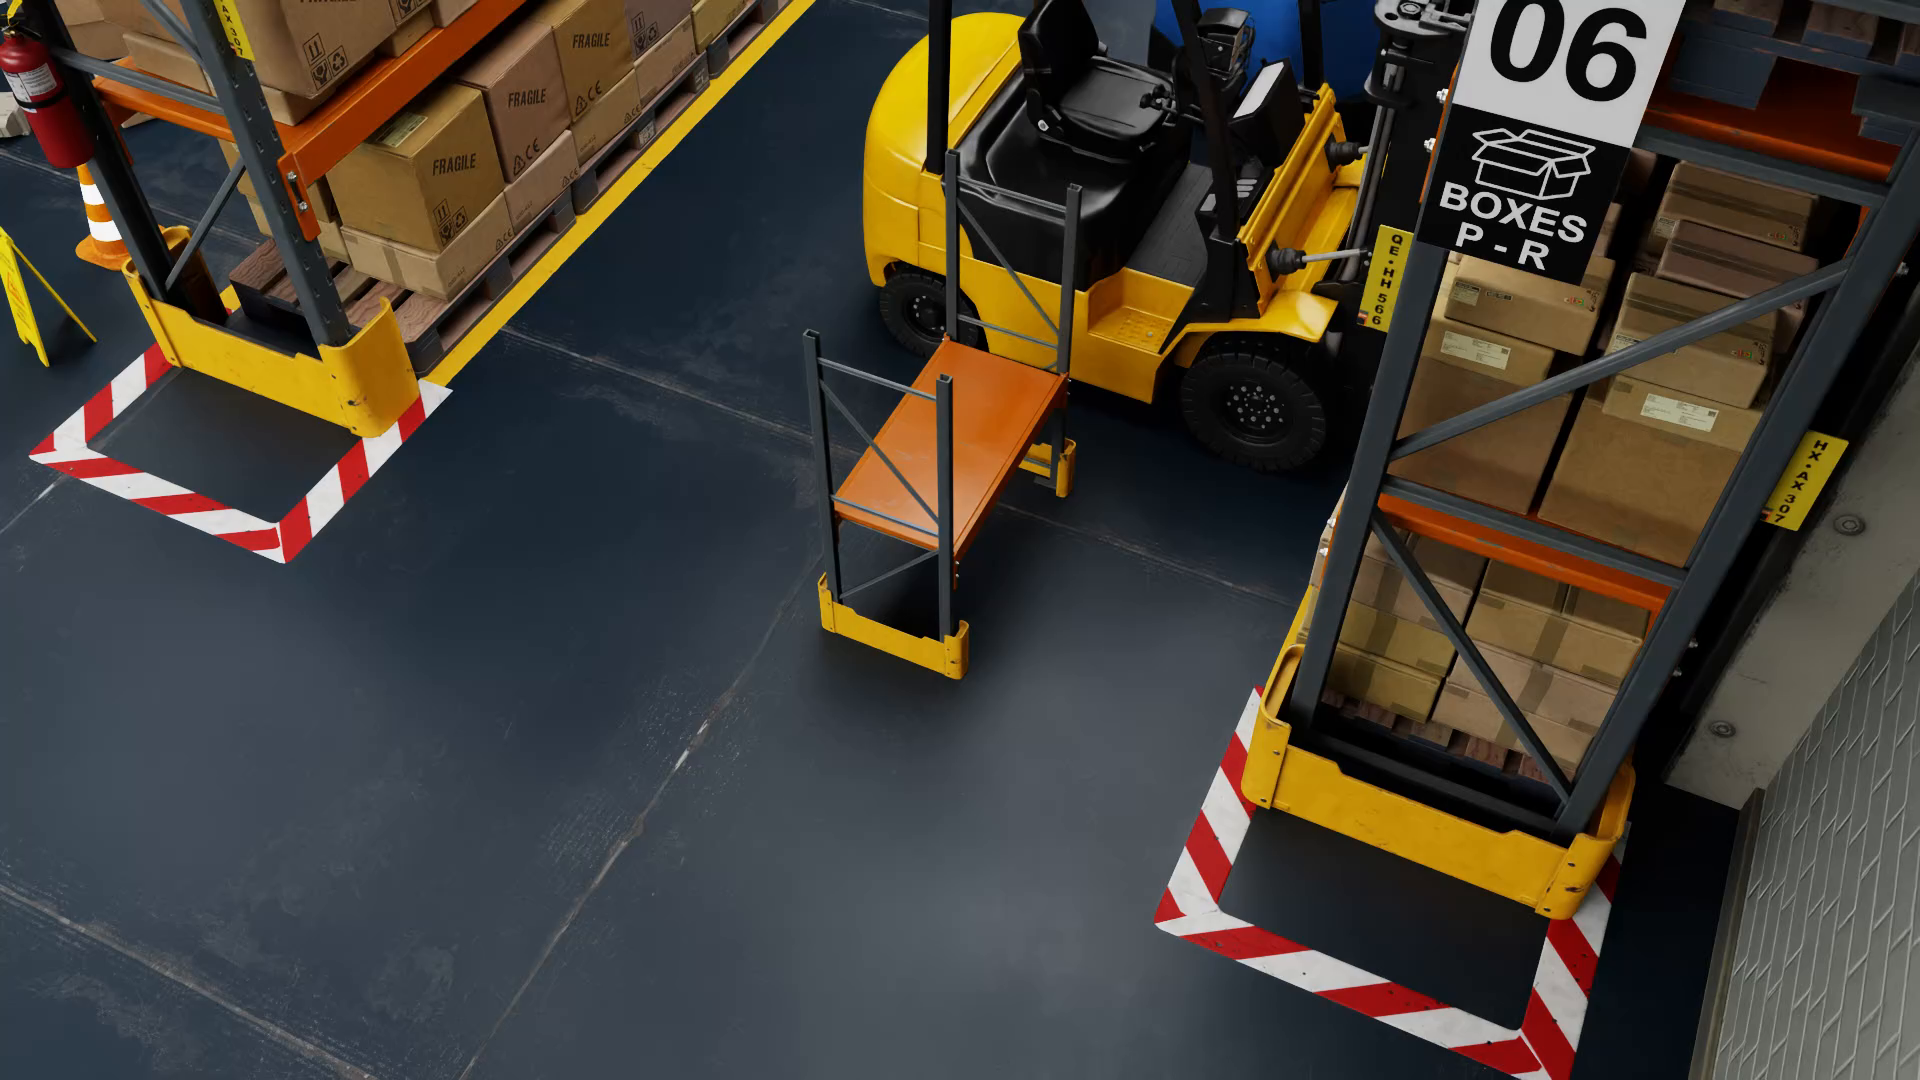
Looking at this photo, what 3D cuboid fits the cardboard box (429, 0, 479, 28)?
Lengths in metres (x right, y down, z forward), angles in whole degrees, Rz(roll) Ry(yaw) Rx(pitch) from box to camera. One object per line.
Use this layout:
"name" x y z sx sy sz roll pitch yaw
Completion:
"cardboard box" -2.151 -2.216 6.646 0.380 0.149 0.250 21 53 17

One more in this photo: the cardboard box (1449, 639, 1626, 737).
"cardboard box" 1.963 0.313 5.531 0.500 0.250 0.500 21 53 17

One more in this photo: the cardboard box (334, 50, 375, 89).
"cardboard box" -2.488 -1.900 6.377 0.380 0.149 0.250 21 53 17

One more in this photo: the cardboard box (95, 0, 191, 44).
"cardboard box" -2.933 -2.228 6.231 0.500 0.500 0.500 19 52 15

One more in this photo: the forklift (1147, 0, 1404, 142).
"forklift" 2.505 -3.583 7.689 3.031 2.935 1.130 -23 53 -18

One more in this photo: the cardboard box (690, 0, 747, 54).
"cardboard box" -1.434 -2.771 8.483 0.500 0.250 0.500 19 52 15

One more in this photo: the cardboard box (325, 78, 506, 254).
"cardboard box" -2.311 -1.606 7.000 0.500 0.500 0.500 18 52 15

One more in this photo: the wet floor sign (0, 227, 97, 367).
"wet floor sign" -3.964 -1.090 7.069 0.232 0.644 0.267 -37 59 -27

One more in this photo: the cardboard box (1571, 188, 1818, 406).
"cardboard box" 2.239 -0.673 5.102 0.500 0.500 0.500 21 53 17

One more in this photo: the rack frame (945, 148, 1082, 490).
"rack frame" 0.181 -0.777 6.242 0.500 1.500 0.032 20 52 16

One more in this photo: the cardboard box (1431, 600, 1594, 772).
"cardboard box" 1.961 0.457 5.737 0.500 0.250 0.500 20 52 16

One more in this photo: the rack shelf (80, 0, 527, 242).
"rack shelf" -2.061 -2.780 7.434 1.077 0.370 4.000 20 52 16

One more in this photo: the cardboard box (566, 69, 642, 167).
"cardboard box" -1.874 -2.075 7.891 0.500 0.250 0.500 23 53 18

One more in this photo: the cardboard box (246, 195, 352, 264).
"cardboard box" -2.803 -1.542 7.437 0.500 0.250 0.500 20 52 16

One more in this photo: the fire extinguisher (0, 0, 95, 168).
"fire extinguisher" -3.381 -1.682 6.078 0.296 0.674 0.183 20 52 16

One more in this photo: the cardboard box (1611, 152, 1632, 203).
"cardboard box" 1.701 -1.047 4.799 0.380 0.149 0.250 21 53 17

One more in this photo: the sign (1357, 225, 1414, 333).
"sign" 1.090 -0.662 4.243 0.100 0.325 0.005 20 52 16

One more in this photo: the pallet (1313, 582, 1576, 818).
"pallet" 1.863 0.340 6.137 1.003 0.211 1.213 20 52 16

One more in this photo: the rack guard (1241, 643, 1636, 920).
"rack guard" 1.564 0.803 5.554 1.175 0.500 0.348 20 52 16

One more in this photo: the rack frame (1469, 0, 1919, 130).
"rack frame" 1.574 -1.968 2.331 1.000 3.000 0.127 20 52 16

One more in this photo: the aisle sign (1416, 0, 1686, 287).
"aisle sign" 1.281 -0.916 3.668 0.394 0.787 0.004 20 52 16

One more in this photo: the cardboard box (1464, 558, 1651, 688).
"cardboard box" 1.951 0.138 5.351 0.500 0.250 0.500 19 52 16

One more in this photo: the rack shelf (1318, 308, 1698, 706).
"rack shelf" 2.429 -1.168 6.062 1.077 0.370 4.000 20 52 16

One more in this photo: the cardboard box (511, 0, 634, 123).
"cardboard box" -1.870 -2.310 7.599 0.500 0.500 0.500 21 53 17

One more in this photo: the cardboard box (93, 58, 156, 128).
"cardboard box" -4.182 -2.272 8.400 0.250 0.149 0.380 -28 55 -22

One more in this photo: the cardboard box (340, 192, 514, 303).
"cardboard box" -2.321 -1.347 7.271 0.500 0.250 0.500 19 52 16

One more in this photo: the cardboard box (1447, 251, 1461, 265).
"cardboard box" 1.551 -0.782 4.769 0.380 0.149 0.250 21 53 17

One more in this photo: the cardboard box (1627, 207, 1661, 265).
"cardboard box" 2.116 -0.779 4.766 0.380 0.149 0.250 19 52 15

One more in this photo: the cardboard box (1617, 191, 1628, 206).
"cardboard box" 1.834 -1.108 5.046 0.380 0.149 0.250 19 52 16

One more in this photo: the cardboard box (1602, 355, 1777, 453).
"cardboard box" 1.954 -0.415 4.457 0.380 0.149 0.250 19 52 15

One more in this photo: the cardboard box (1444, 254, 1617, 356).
"cardboard box" 1.537 -0.678 4.485 0.380 0.149 0.250 20 52 16

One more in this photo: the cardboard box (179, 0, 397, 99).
"cardboard box" -2.462 -2.001 6.037 0.500 0.500 0.500 19 52 16

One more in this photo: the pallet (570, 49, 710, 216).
"pallet" -1.981 -2.170 8.273 1.003 0.211 1.213 20 52 16

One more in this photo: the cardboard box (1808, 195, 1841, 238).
"cardboard box" 2.456 -1.092 5.033 0.380 0.149 0.250 20 53 16

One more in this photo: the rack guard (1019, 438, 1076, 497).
"rack guard" 0.180 -0.371 6.717 0.587 0.250 0.087 20 52 16

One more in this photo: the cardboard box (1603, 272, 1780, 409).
"cardboard box" 1.911 -0.524 4.355 0.380 0.149 0.250 19 52 15

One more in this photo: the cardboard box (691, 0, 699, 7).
"cardboard box" -1.432 -3.033 8.214 0.500 0.500 0.500 21 53 17

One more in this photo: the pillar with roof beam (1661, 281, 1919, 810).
"pillar with roof beam" -1.206 -3.555 3.681 9.100 9.000 0.400 20 52 16

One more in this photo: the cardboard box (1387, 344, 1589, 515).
"cardboard box" 1.547 -0.480 4.939 0.500 0.500 0.500 19 52 15

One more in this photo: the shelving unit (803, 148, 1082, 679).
"shelving unit" -0.033 -0.434 5.949 0.587 1.500 1.083 20 52 16

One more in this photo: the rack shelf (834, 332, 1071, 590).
"rack shelf" -0.036 -0.311 6.081 0.538 0.185 1.000 20 52 16

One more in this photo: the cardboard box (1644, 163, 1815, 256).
"cardboard box" 2.153 -0.880 4.658 0.380 0.149 0.250 21 53 17
